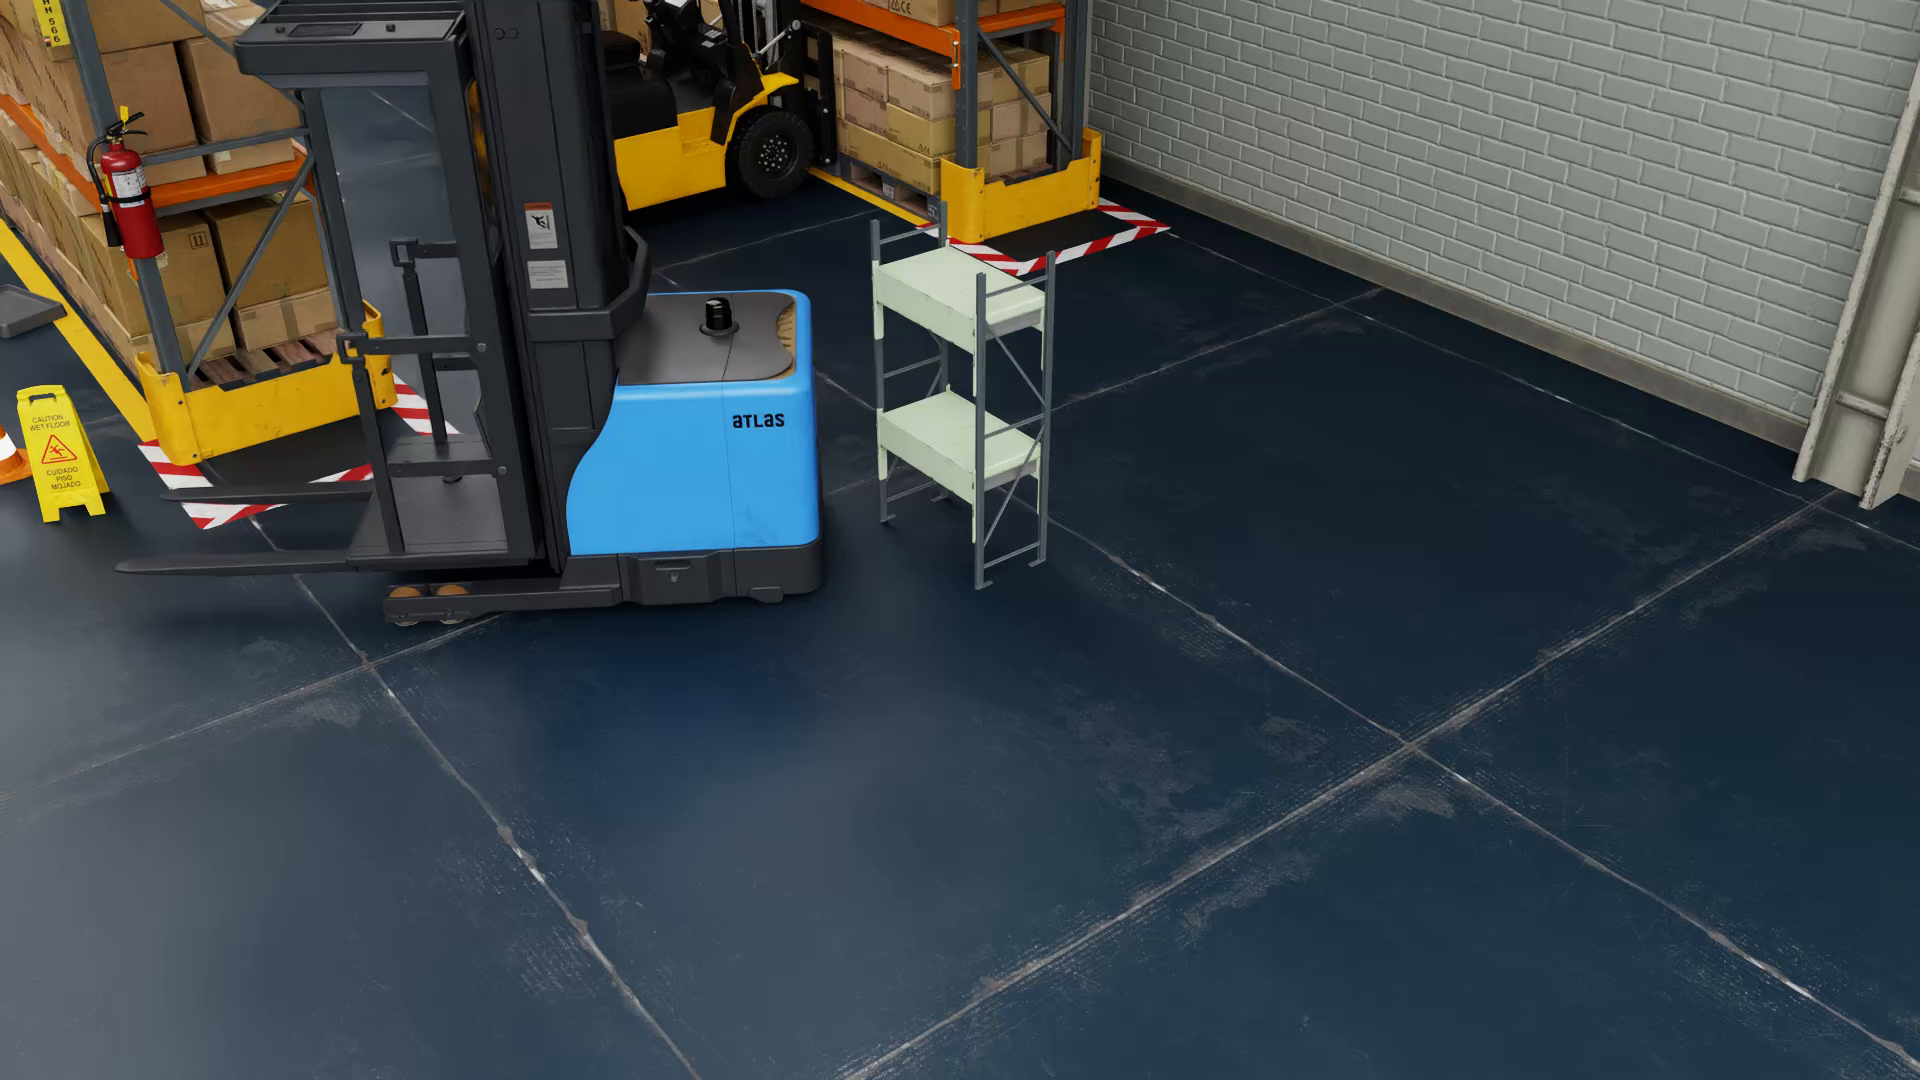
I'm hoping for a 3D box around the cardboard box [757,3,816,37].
[{"bbox_3d":[-1.385,-3.847,12.361,0.500,0.250,0.500,-21,37,-30],"label":"cardboard box"}]

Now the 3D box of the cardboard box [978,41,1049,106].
[{"bbox_3d":[0.254,-3.165,11.263,0.500,0.250,0.500,-23,39,-32],"label":"cardboard box"}]

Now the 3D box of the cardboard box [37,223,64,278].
[{"bbox_3d":[-5.160,-1.766,9.958,0.500,0.250,0.500,-23,38,-32],"label":"cardboard box"}]

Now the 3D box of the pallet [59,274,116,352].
[{"bbox_3d":[-4.780,-1.566,10.071,1.003,0.211,1.213,-22,38,-31],"label":"pallet"}]

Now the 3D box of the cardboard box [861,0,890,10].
[{"bbox_3d":[-0.421,-3.850,11.011,0.500,0.500,0.500,-21,38,-30],"label":"cardboard box"}]

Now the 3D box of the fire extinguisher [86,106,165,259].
[{"bbox_3d":[-3.813,-1.631,7.606,0.296,0.674,0.183,-22,38,-31],"label":"fire extinguisher"}]

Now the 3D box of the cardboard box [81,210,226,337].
[{"bbox_3d":[-4.216,-1.439,8.721,0.500,0.500,0.500,-22,38,-31],"label":"cardboard box"}]

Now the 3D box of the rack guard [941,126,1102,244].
[{"bbox_3d":[0.414,-2.396,11.134,1.175,0.500,0.348,-22,38,-31],"label":"rack guard"}]

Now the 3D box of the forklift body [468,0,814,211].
[{"bbox_3d":[-2.204,-3.307,11.037,2.313,2.155,1.214,-22,38,-31],"label":"forklift body"}]

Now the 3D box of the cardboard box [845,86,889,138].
[{"bbox_3d":[-0.445,-3.005,11.479,0.500,0.250,0.500,-23,38,-32],"label":"cardboard box"}]

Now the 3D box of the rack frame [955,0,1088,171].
[{"bbox_3d":[0.400,-3.468,10.491,1.000,3.000,0.127,-22,38,-31],"label":"rack frame"}]

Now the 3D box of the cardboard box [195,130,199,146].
[{"bbox_3d":[-3.730,-2.063,8.467,0.380,0.149,0.250,-22,38,-31],"label":"cardboard box"}]

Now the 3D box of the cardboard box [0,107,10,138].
[{"bbox_3d":[-5.478,-2.514,9.837,0.380,0.149,0.250,-21,37,-30],"label":"cardboard box"}]

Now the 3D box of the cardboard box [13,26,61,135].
[{"bbox_3d":[-4.373,-2.377,8.357,0.500,0.500,0.500,-22,38,-31],"label":"cardboard box"}]

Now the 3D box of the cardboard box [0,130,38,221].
[{"bbox_3d":[-5.486,-2.304,10.114,0.500,0.500,0.500,-21,37,-30],"label":"cardboard box"}]

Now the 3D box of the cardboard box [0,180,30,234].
[{"bbox_3d":[-5.823,-2.205,10.665,0.500,0.250,0.500,-24,39,-33],"label":"cardboard box"}]

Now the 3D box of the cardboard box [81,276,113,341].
[{"bbox_3d":[-4.539,-1.339,9.271,0.500,0.250,0.500,-22,38,-31],"label":"cardboard box"}]

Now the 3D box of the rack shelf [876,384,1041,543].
[{"bbox_3d":[0.004,-0.357,7.522,0.431,0.370,0.720,-22,38,-31],"label":"rack shelf"}]

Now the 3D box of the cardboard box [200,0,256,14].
[{"bbox_3d":[-3.911,-2.531,8.606,0.500,0.500,0.500,-21,38,-30],"label":"cardboard box"}]

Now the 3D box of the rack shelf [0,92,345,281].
[{"bbox_3d":[-4.746,-2.388,9.434,1.077,0.370,4.000,-22,38,-31],"label":"rack shelf"}]

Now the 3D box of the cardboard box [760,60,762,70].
[{"bbox_3d":[-1.391,-3.634,12.492,0.500,0.250,0.500,-23,38,-32],"label":"cardboard box"}]

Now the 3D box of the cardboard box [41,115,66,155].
[{"bbox_3d":[-4.482,-2.121,8.561,0.380,0.149,0.250,-22,38,-31],"label":"cardboard box"}]

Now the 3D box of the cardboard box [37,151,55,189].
[{"bbox_3d":[-4.806,-2.062,9.109,0.380,0.149,0.250,-21,37,-29],"label":"cardboard box"}]

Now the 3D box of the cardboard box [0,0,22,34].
[{"bbox_3d":[-4.309,-2.810,8.106,0.700,0.500,0.500,-22,38,-31],"label":"cardboard box"}]

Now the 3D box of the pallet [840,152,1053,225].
[{"bbox_3d":[-0.103,-2.589,11.718,1.003,0.211,1.213,-22,38,-31],"label":"pallet"}]

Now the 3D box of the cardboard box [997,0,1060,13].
[{"bbox_3d":[0.315,-3.807,10.941,0.500,0.500,0.500,-21,37,-30],"label":"cardboard box"}]

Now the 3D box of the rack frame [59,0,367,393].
[{"bbox_3d":[-3.519,-1.860,7.903,1.000,3.000,0.127,-22,38,-31],"label":"rack frame"}]

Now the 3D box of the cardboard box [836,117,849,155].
[{"bbox_3d":[-0.735,-2.994,11.935,0.500,0.250,0.500,-22,38,-31],"label":"cardboard box"}]

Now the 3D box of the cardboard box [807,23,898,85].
[{"bbox_3d":[-0.764,-3.412,11.661,0.500,0.250,0.500,-22,38,-31],"label":"cardboard box"}]

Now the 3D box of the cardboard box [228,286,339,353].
[{"bbox_3d":[-3.795,-1.296,9.203,0.500,0.250,0.500,-23,38,-32],"label":"cardboard box"}]

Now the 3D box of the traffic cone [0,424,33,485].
[{"bbox_3d":[-4.802,-0.545,8.188,0.336,0.463,0.334,-22,38,-31],"label":"traffic cone"}]

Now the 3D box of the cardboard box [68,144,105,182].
[{"bbox_3d":[-4.160,-1.910,8.221,0.380,0.149,0.250,-23,38,-32],"label":"cardboard box"}]

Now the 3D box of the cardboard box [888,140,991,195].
[{"bbox_3d":[-0.138,-2.572,11.256,0.500,0.250,0.500,-22,38,-31],"label":"cardboard box"}]

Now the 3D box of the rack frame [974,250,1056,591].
[{"bbox_3d":[0.229,-0.482,7.104,0.400,1.500,0.023,-22,38,-31],"label":"rack frame"}]

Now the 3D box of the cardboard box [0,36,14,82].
[{"bbox_3d":[-4.973,-2.804,9.044,0.500,0.500,0.500,-22,38,-31],"label":"cardboard box"}]

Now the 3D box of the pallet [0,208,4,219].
[{"bbox_3d":[-6.451,-2.667,11.844,1.003,0.211,1.213,-22,38,-31],"label":"pallet"}]

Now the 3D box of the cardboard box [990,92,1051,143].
[{"bbox_3d":[0.275,-2.954,11.397,0.500,0.250,0.500,-21,38,-31],"label":"cardboard box"}]

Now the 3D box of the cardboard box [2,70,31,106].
[{"bbox_3d":[-5.079,-2.554,9.257,0.380,0.149,0.250,-22,38,-32],"label":"cardboard box"}]

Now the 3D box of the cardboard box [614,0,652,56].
[{"bbox_3d":[-2.382,-4.518,14.035,0.875,0.625,0.625,-20,37,-29],"label":"cardboard box"}]

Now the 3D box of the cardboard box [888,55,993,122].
[{"bbox_3d":[-0.129,-2.994,10.988,0.500,0.250,0.500,-21,37,-30],"label":"cardboard box"}]

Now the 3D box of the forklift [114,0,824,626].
[{"bbox_3d":[-2.142,-1.166,6.849,3.031,2.935,1.130,-2,32,-4],"label":"forklift"}]

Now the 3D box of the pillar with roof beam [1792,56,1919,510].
[{"bbox_3d":[0.963,-2.705,3.576,9.100,9.000,0.400,-22,38,-31],"label":"pillar with roof beam"}]

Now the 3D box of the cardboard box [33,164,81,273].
[{"bbox_3d":[-4.843,-1.868,9.412,0.500,0.500,0.500,-23,39,-32],"label":"cardboard box"}]

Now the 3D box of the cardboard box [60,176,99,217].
[{"bbox_3d":[-4.495,-1.846,8.761,0.380,0.149,0.250,-21,38,-30],"label":"cardboard box"}]

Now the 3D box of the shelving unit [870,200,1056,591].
[{"bbox_3d":[0.004,-0.634,7.350,0.431,1.500,0.755,-22,38,-31],"label":"shelving unit"}]
